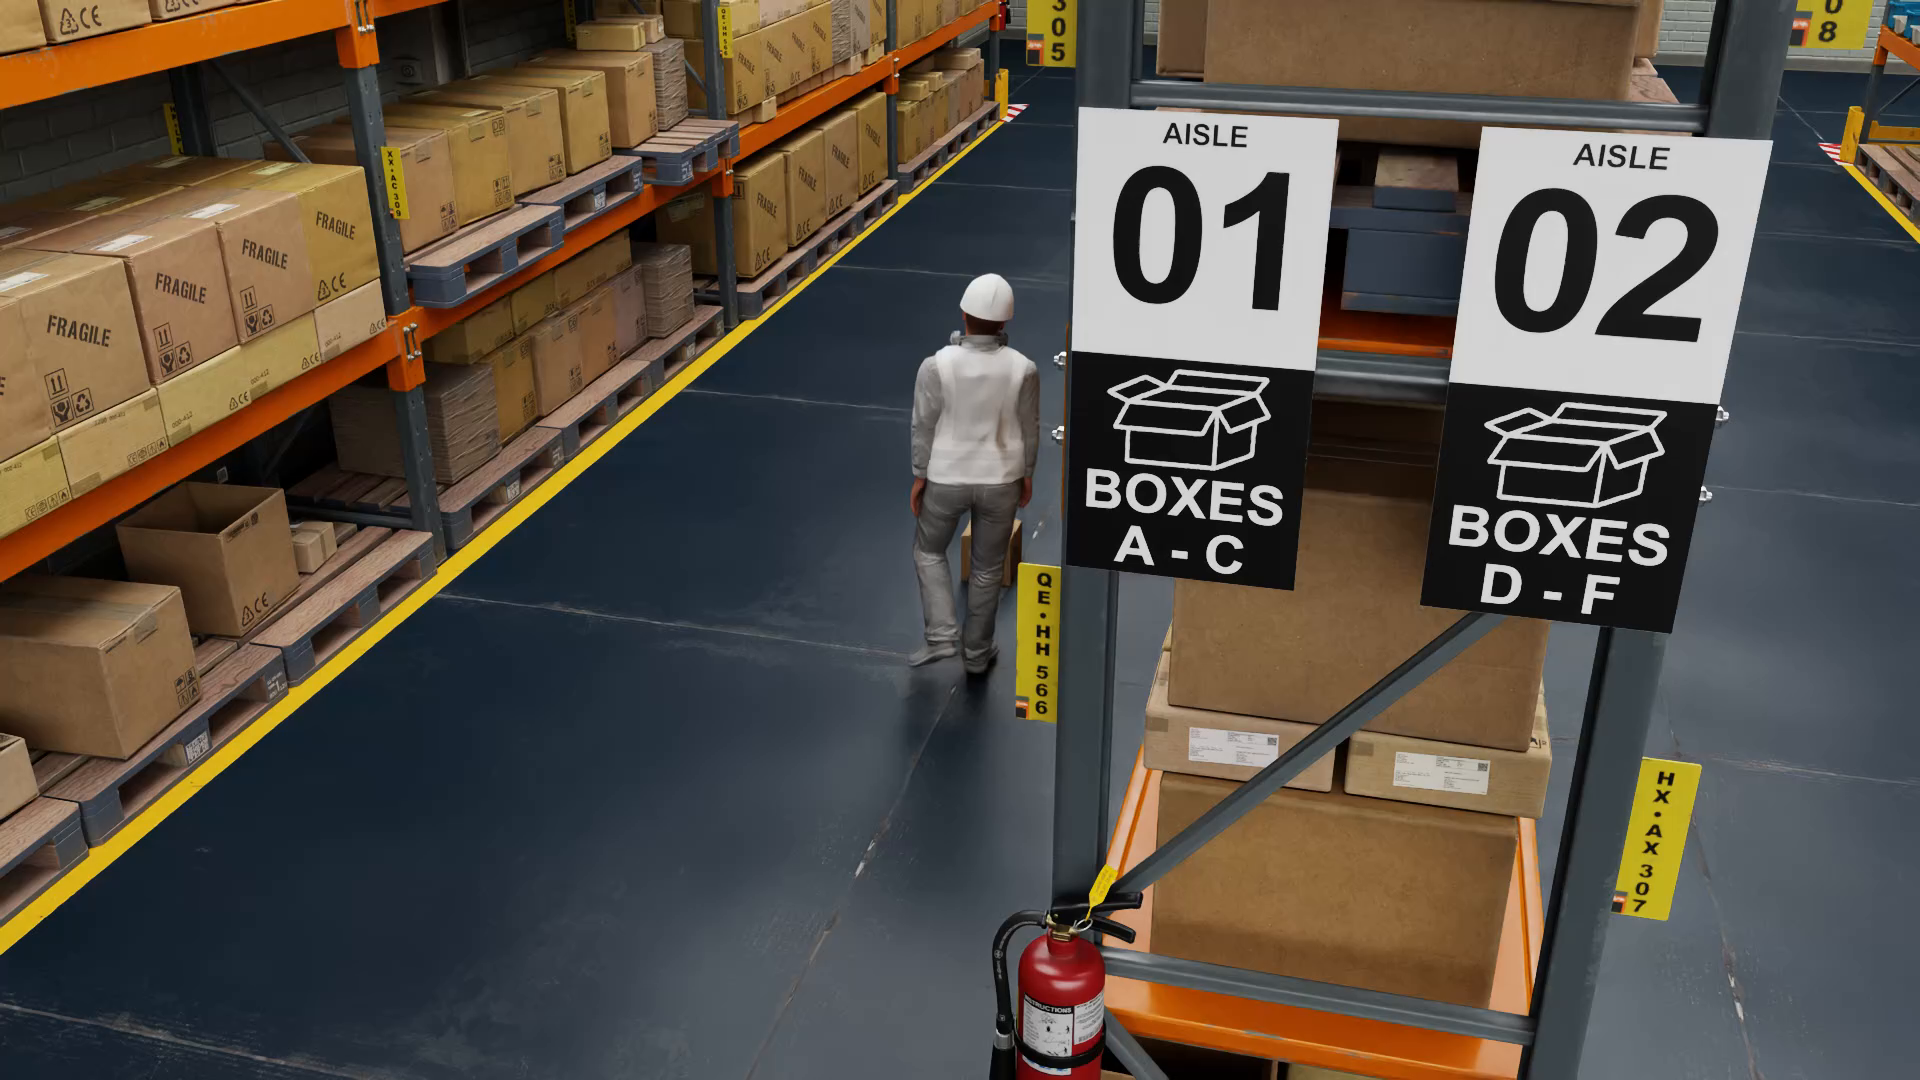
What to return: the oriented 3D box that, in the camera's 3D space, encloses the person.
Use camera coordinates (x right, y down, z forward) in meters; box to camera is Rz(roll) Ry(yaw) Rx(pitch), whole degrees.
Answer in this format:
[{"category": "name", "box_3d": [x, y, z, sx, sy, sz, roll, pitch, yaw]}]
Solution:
[{"category": "person", "box_3d": [0.055, -0.252, 7.063, 0.563, 1.763, 0.473, 0, 25, 1]}]
